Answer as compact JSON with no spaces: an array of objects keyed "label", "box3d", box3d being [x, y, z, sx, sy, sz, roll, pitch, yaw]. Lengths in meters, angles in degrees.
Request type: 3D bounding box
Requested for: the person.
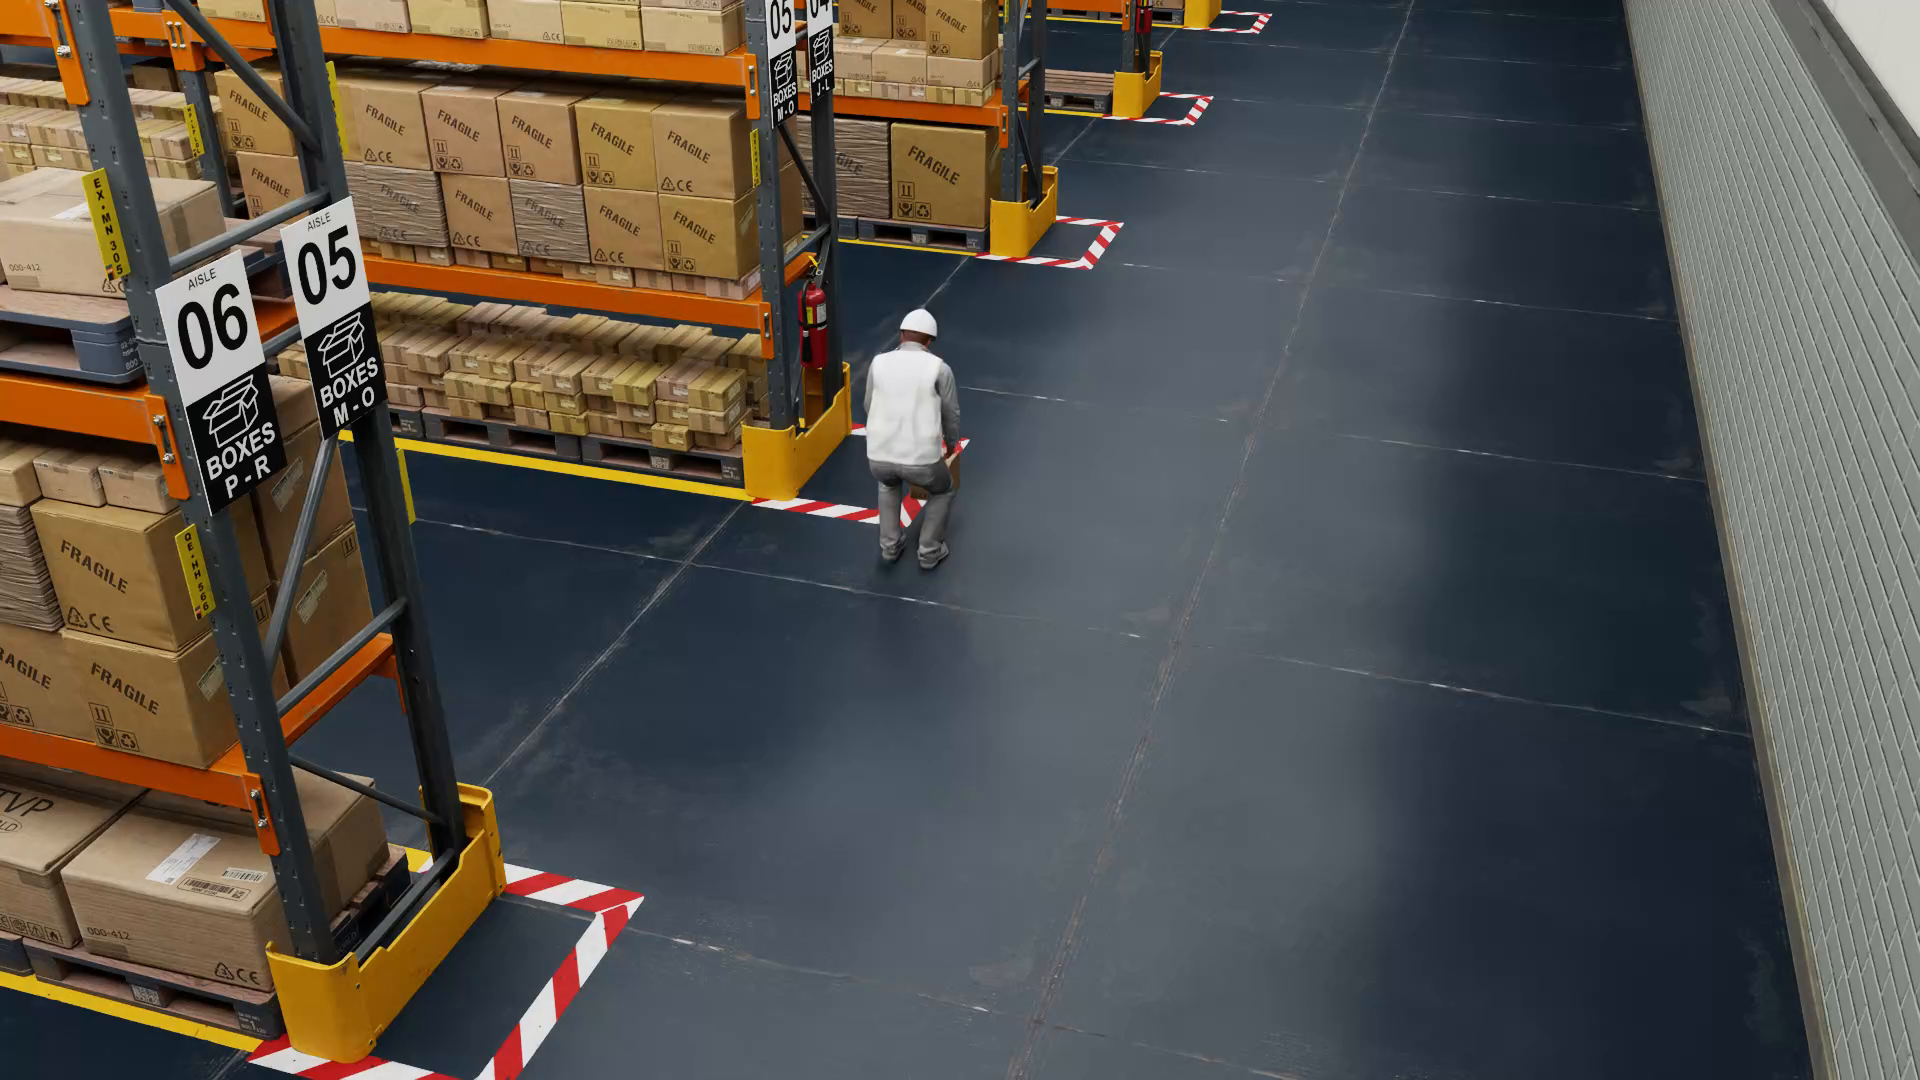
[{"label":"person","box3d":[-0.304,-0.581,9.840,0.591,1.479,0.723,9,30,15]}]
